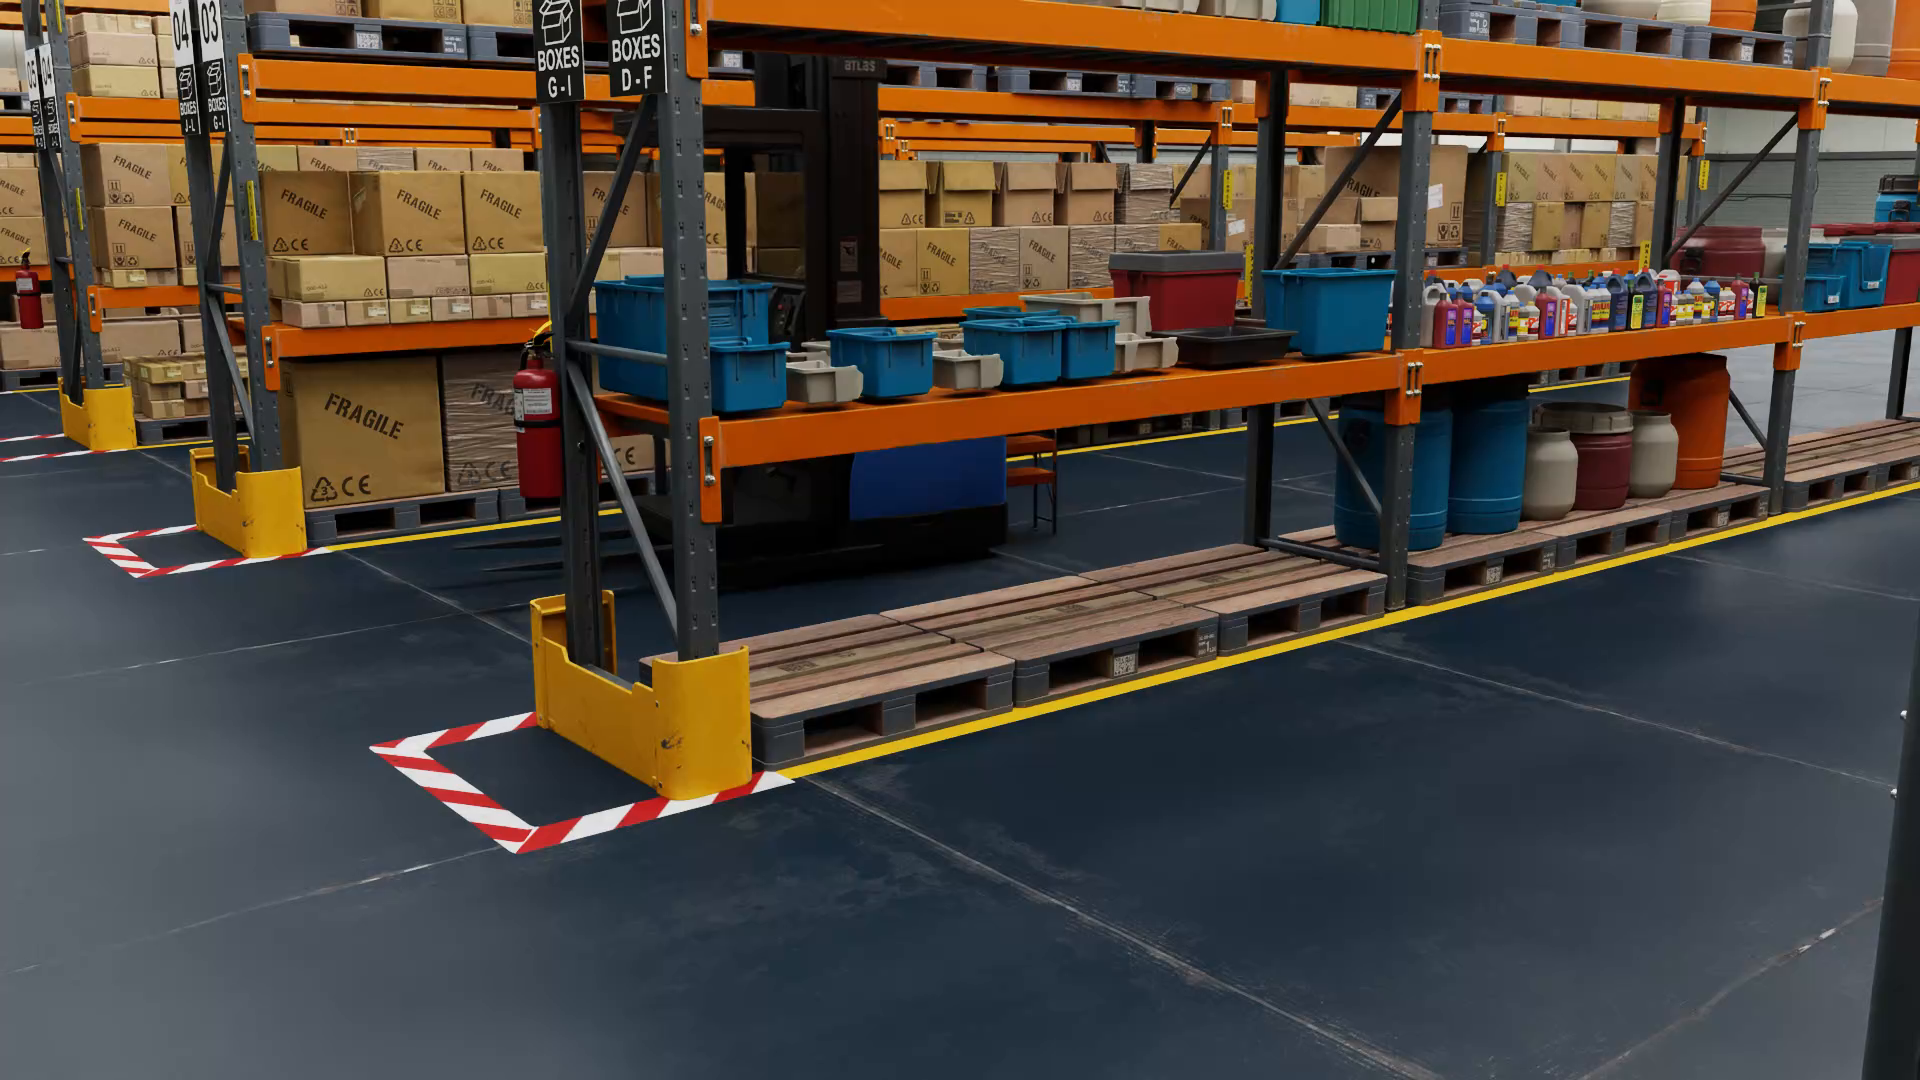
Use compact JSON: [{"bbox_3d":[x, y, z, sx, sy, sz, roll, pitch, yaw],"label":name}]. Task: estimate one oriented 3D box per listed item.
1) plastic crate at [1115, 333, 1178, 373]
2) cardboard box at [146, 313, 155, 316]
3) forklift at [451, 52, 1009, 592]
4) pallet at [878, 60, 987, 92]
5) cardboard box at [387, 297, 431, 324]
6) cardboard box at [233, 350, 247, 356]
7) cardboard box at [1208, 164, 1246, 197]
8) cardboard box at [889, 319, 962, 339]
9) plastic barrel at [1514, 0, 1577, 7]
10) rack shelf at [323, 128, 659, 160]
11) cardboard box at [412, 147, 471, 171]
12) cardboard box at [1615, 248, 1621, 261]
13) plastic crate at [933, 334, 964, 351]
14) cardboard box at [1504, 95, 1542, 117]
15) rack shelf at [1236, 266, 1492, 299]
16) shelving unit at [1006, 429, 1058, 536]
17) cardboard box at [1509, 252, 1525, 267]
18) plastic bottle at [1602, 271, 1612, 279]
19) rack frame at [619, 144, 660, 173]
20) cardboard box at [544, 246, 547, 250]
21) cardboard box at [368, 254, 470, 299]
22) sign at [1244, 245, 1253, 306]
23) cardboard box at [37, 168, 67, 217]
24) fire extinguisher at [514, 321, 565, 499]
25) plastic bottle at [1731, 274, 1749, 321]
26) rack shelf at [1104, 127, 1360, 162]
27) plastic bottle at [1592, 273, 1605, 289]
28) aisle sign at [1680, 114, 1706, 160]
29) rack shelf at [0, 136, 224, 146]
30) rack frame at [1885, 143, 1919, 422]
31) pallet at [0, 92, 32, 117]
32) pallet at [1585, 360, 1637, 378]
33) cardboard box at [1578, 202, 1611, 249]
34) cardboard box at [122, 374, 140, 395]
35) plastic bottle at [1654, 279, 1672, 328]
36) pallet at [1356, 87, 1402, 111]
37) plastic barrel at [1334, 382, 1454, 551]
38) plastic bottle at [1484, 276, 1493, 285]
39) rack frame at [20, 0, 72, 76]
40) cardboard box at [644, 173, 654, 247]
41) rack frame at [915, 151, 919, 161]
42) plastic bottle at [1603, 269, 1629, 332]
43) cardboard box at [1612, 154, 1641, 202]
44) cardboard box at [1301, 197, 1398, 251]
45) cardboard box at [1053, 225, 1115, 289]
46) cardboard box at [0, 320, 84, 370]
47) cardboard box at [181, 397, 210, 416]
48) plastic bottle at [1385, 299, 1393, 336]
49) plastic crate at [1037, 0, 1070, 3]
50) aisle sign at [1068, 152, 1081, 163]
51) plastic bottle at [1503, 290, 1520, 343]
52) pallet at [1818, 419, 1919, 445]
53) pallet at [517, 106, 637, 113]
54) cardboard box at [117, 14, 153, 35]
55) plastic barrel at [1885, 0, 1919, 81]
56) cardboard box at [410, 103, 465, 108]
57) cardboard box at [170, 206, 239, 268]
[{"bbox_3d":[0.737,-0.815,7.235,0.466,0.136,0.293,-9,15,-38],"label":"plastic crate"},{"bbox_3d":[-11.482,-3.112,23.414,0.250,0.149,0.380,-10,15,-38],"label":"cardboard box"},{"bbox_3d":[-1.250,-1.282,9.110,3.031,2.935,1.130,-7,14,-30],"label":"forklift"},{"bbox_3d":[-0.500,-3.493,12.597,1.217,0.209,0.805,-10,16,-40],"label":"pallet"},{"bbox_3d":[-3.427,-1.410,10.152,0.250,0.149,0.380,-10,16,-39],"label":"cardboard box"},{"bbox_3d":[-6.477,-1.604,14.879,0.250,0.149,0.380,-10,16,-40],"label":"cardboard box"},{"bbox_3d":[3.216,-4.630,21.751,0.550,0.550,0.875,-9,15,-38],"label":"cardboard box"},{"bbox_3d":[-0.698,-1.245,12.874,0.875,0.875,1.225,-9,15,-37],"label":"cardboard box"},{"bbox_3d":[3.146,-3.353,9.260,0.708,0.901,0.600,-9,15,-38],"label":"plastic barrel"},{"bbox_3d":[-5.815,-4.975,20.845,4.000,0.370,1.077,-9,15,-38],"label":"rack shelf"},{"bbox_3d":[-4.804,-3.321,15.182,0.500,0.500,0.500,-10,16,-39],"label":"cardboard box"},{"bbox_3d":[7.125,-3.191,18.541,0.250,0.149,0.380,-9,15,-38],"label":"cardboard box"},{"bbox_3d":[-0.034,-0.822,7.271,0.250,0.136,0.298,-9,15,-38],"label":"plastic crate"},{"bbox_3d":[5.573,-4.441,16.963,0.500,0.250,0.500,-10,16,-40],"label":"cardboard box"},{"bbox_3d":[3.500,-2.419,16.032,4.000,0.370,1.077,-9,15,-38],"label":"rack shelf"},{"bbox_3d":[0.317,-0.611,10.117,0.503,1.200,0.258,-7,14,-30],"label":"shelving unit"},{"bbox_3d":[5.620,-2.917,17.250,0.250,0.149,0.380,-9,15,-38],"label":"cardboard box"},{"bbox_3d":[4.131,-1.584,10.664,0.135,0.276,0.152,-9,15,-38],"label":"plastic bottle"},{"bbox_3d":[-4.253,-4.119,22.304,0.127,3.000,1.000,-9,15,-38],"label":"rack frame"},{"bbox_3d":[-2.899,-1.852,11.272,0.500,0.250,0.500,-9,15,-38],"label":"cardboard box"},{"bbox_3d":[-3.364,-1.633,10.241,0.500,0.250,0.500,-10,15,-38],"label":"cardboard box"},{"bbox_3d":[1.566,-1.414,8.900,0.005,0.325,0.100,-9,15,-38],"label":"sign"},{"bbox_3d":[-9.548,-3.703,17.698,0.500,0.500,0.500,-10,16,-39],"label":"cardboard box"},{"bbox_3d":[-1.617,-0.504,6.365,0.183,0.674,0.296,-9,15,-38],"label":"fire extinguisher"},{"bbox_3d":[4.802,-1.499,10.250,0.133,0.283,0.061,-9,15,-38],"label":"plastic bottle"},{"bbox_3d":[3.603,-5.223,22.015,4.000,0.370,1.077,-9,15,-38],"label":"rack shelf"},{"bbox_3d":[4.061,-1.561,10.568,0.097,0.271,0.097,0,12,0],"label":"plastic bottle"},{"bbox_3d":[8.421,-4.781,19.162,0.004,0.787,0.394,-9,15,-38],"label":"aisle sign"},{"bbox_3d":[-12.042,-5.260,22.190,4.000,0.370,1.077,-9,15,-38],"label":"rack shelf"},{"bbox_3d":[8.155,-2.227,13.396,0.127,3.000,1.000,-9,15,-38],"label":"rack frame"},{"bbox_3d":[-9.927,-4.603,17.575,1.213,0.211,1.003,-9,15,-38],"label":"pallet"},{"bbox_3d":[7.469,-2.076,19.397,1.213,0.211,1.003,-9,15,-38],"label":"pallet"},{"bbox_3d":[6.607,-3.472,18.301,0.500,0.500,0.875,-9,15,-38],"label":"cardboard box"},{"bbox_3d":[-7.095,-1.362,14.459,0.250,0.149,0.380,-10,16,-39],"label":"cardboard box"},{"bbox_3d":[4.090,-1.381,9.692,0.133,0.283,0.061,-9,15,-38],"label":"plastic bottle"},{"bbox_3d":[3.705,-4.208,15.955,1.003,0.211,1.213,-9,15,-38],"label":"pallet"},{"bbox_3d":[2.344,-0.436,9.001,0.708,0.901,0.600,-9,15,-38],"label":"plastic barrel"},{"bbox_3d":[3.132,-1.433,9.939,0.133,0.283,0.061,-9,15,-38],"label":"plastic bottle"},{"bbox_3d":[-7.329,-5.226,13.073,0.127,3.000,1.000,-9,15,-38],"label":"rack frame"},{"bbox_3d":[-2.109,-2.348,11.805,0.500,0.500,0.500,-9,15,-38],"label":"cardboard box"},{"bbox_3d":[-1.110,-5.962,30.982,0.127,3.000,1.000,-9,15,-38],"label":"rack frame"},{"bbox_3d":[3.691,-1.359,9.425,0.185,0.351,0.144,-9,15,-38],"label":"plastic bottle"},{"bbox_3d":[7.131,-3.991,18.340,0.500,0.500,0.500,-9,15,-38],"label":"cardboard box"},{"bbox_3d":[3.765,-3.047,15.995,0.637,0.503,0.797,-8,14,-32],"label":"cardboard box"},{"bbox_3d":[0.911,-2.325,13.614,0.500,0.500,0.500,-10,16,-39],"label":"cardboard box"},{"bbox_3d":[-10.047,-2.135,18.118,0.875,0.438,0.875,-10,16,-40],"label":"cardboard box"},{"bbox_3d":[-6.566,-1.165,14.247,0.250,0.149,0.380,-10,15,-38],"label":"cardboard box"},{"bbox_3d":[2.392,-1.225,9.155,0.097,0.201,0.097,0,12,0],"label":"plastic bottle"},{"bbox_3d":[0.150,-2.261,6.482,0.767,0.338,0.504,-9,15,-38],"label":"plastic crate"},{"bbox_3d":[1.849,-6.487,27.198,0.004,0.787,0.394,-9,15,-38],"label":"aisle sign"},{"bbox_3d":[2.901,-1.183,8.786,0.097,0.271,0.097,0,12,0],"label":"plastic bottle"},{"bbox_3d":[7.566,-0.755,13.176,1.213,0.211,1.003,-9,15,-38],"label":"pallet"},{"bbox_3d":[-3.657,-4.248,16.145,1.003,0.211,1.213,-9,15,-38],"label":"pallet"},{"bbox_3d":[-6.723,-4.160,13.473,0.250,0.149,0.380,-9,15,-35],"label":"cardboard box"},{"bbox_3d":[6.320,-3.542,11.331,0.708,0.830,0.600,-9,15,-38],"label":"plastic barrel"},{"bbox_3d":[-4.817,-4.034,15.042,0.500,0.250,0.500,-9,15,-38],"label":"cardboard box"},{"bbox_3d":[-6.403,-2.572,14.065,0.500,0.500,0.500,-9,15,-38],"label":"cardboard box"}]
